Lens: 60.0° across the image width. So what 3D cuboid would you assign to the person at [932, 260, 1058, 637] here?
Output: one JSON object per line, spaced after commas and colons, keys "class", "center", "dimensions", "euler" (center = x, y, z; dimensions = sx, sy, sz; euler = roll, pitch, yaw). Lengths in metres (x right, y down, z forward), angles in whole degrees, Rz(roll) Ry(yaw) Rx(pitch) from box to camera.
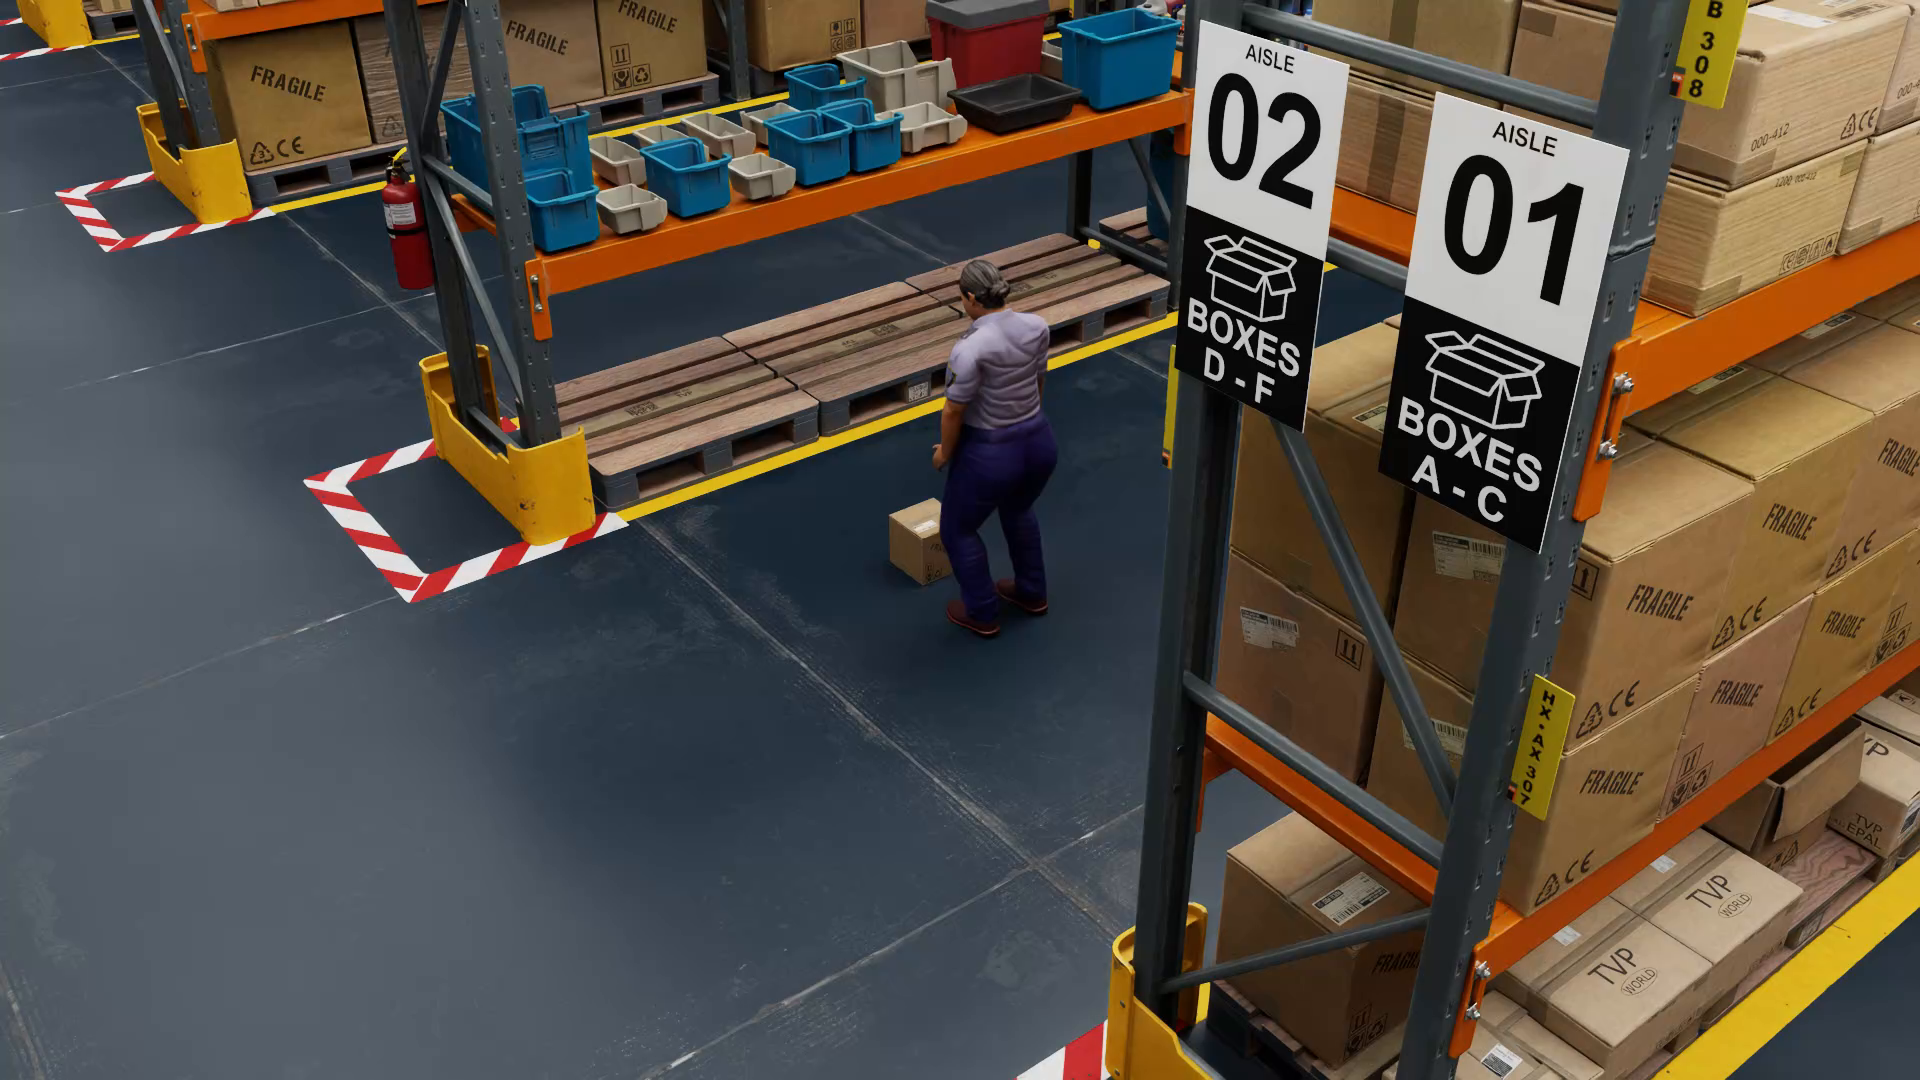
{"class": "person", "center": [0.142, -0.348, 6.751], "dimensions": [0.496, 1.607, 0.396], "euler": [-22, 38, -30]}
